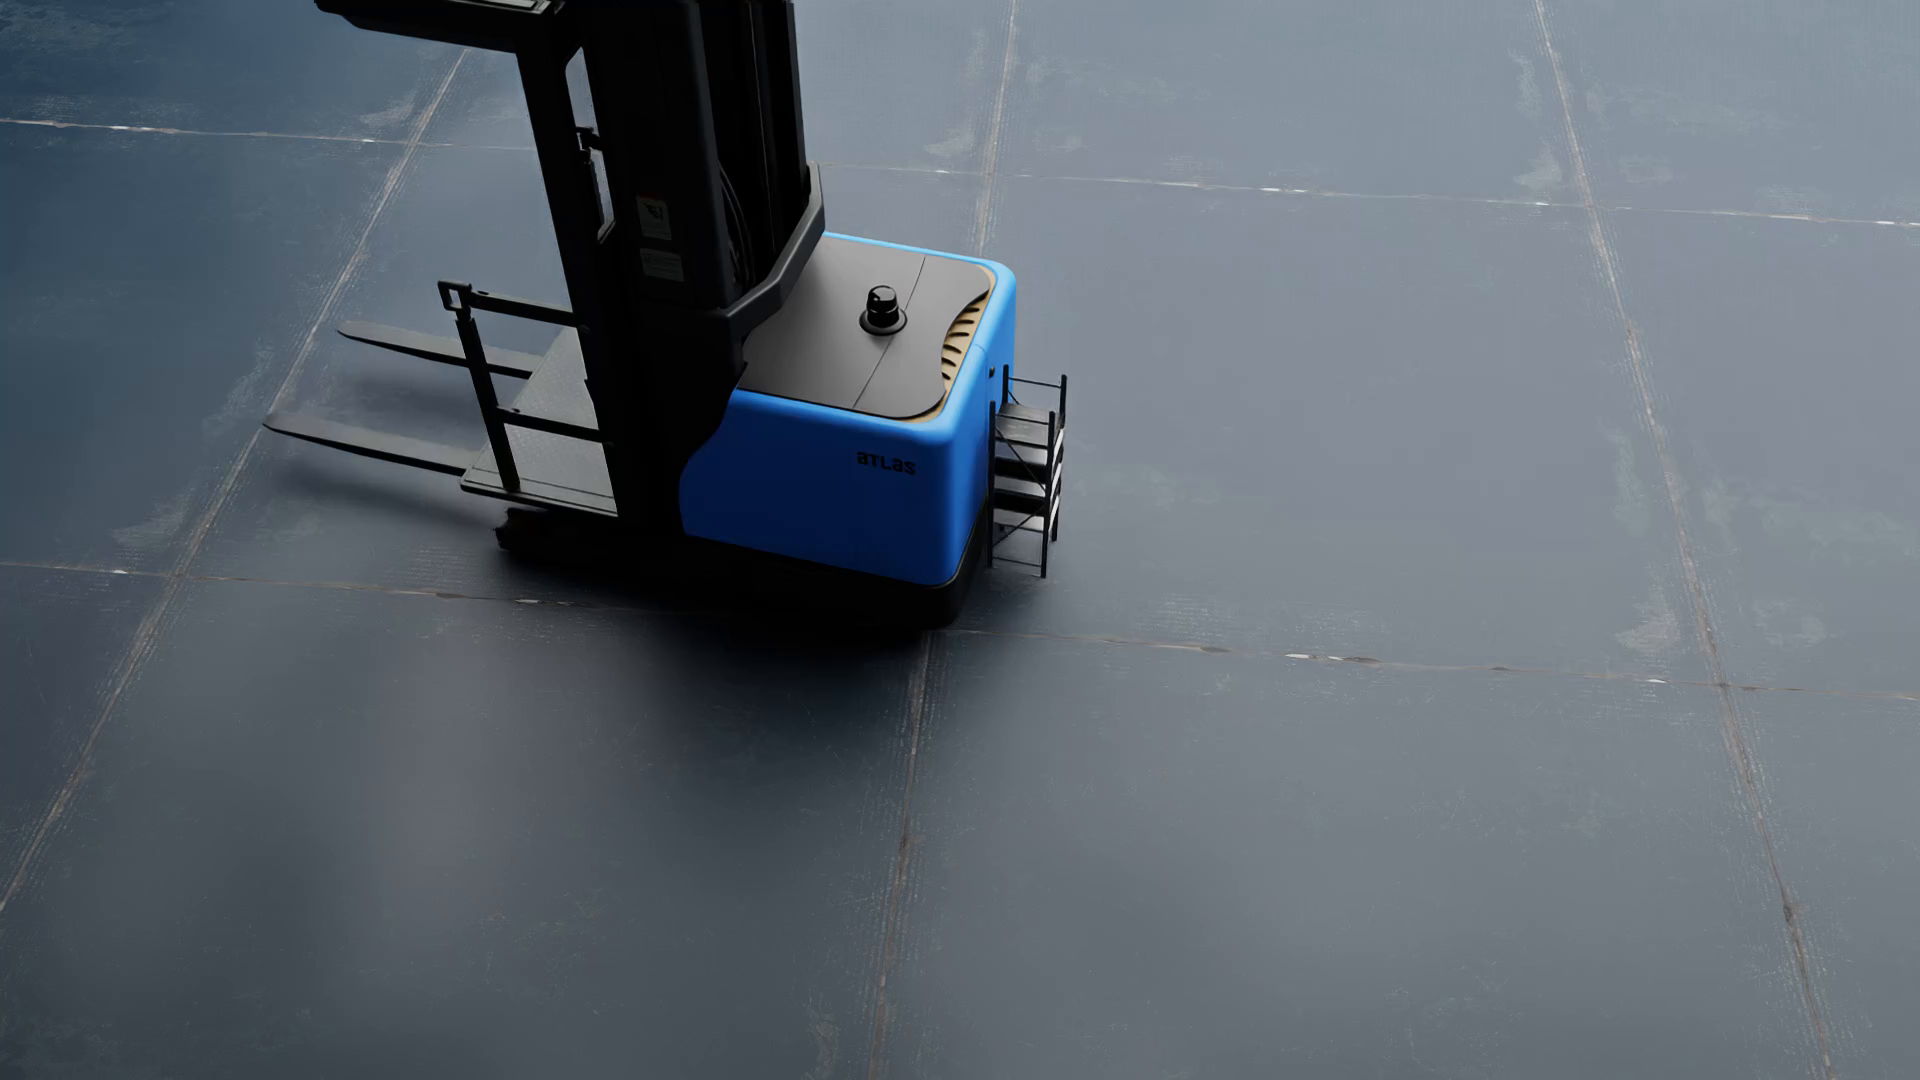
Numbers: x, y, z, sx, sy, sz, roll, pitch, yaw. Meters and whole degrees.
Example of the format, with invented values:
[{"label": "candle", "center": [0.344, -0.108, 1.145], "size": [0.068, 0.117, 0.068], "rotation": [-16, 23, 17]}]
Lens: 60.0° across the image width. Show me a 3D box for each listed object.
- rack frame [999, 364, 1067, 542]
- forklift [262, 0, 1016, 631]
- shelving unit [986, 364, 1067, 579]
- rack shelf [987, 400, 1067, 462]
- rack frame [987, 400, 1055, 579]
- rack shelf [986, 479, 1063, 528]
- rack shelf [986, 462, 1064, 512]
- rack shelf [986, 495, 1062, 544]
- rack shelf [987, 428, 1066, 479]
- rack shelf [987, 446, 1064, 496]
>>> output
[{"label": "rack frame", "center": [0.276, -0.320, 6.433], "size": [0.240, 0.900, 0.006], "rotation": [11, 48, 10]}, {"label": "forklift", "center": [-1.350, -1.256, 5.912], "size": [3.031, 2.935, 1.130], "rotation": [12, 49, 11]}, {"label": "shelving unit", "center": [0.250, -0.248, 6.367], "size": [0.258, 0.900, 0.210], "rotation": [11, 48, 10]}, {"label": "rack shelf", "center": [0.250, -0.407, 6.192], "size": [0.258, 0.077, 0.200], "rotation": [11, 48, 10]}, {"label": "rack frame", "center": [0.225, -0.175, 6.300], "size": [0.240, 0.900, 0.006], "rotation": [11, 48, 10]}, {"label": "rack shelf", "center": [0.250, -0.164, 6.458], "size": [0.258, 0.077, 0.200], "rotation": [11, 48, 10]}, {"label": "rack shelf", "center": [0.250, -0.225, 6.391], "size": [0.258, 0.077, 0.200], "rotation": [11, 48, 10]}, {"label": "rack shelf", "center": [0.250, -0.104, 6.524], "size": [0.258, 0.077, 0.200], "rotation": [11, 48, 10]}, {"label": "rack shelf", "center": [0.250, -0.347, 6.258], "size": [0.258, 0.077, 0.200], "rotation": [11, 48, 10]}, {"label": "rack shelf", "center": [0.250, -0.286, 6.325], "size": [0.258, 0.077, 0.200], "rotation": [11, 48, 10]}]
